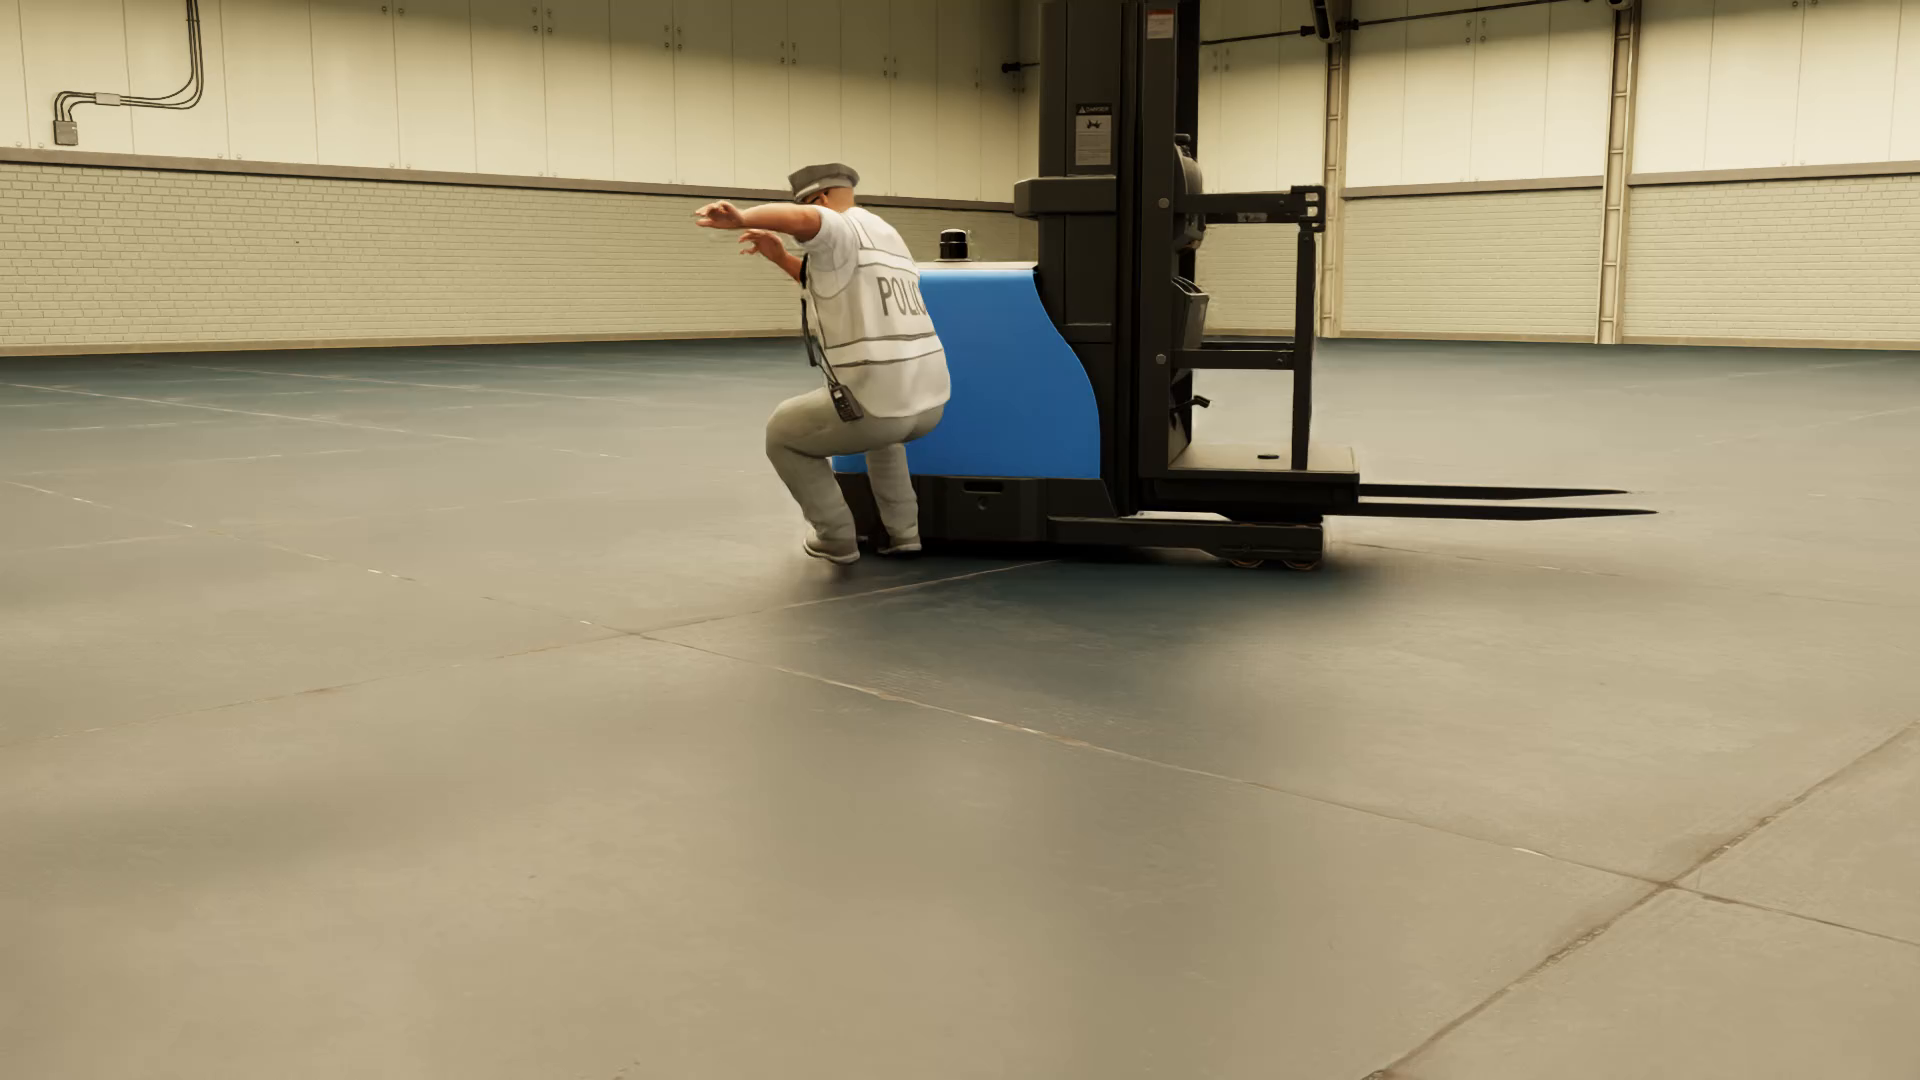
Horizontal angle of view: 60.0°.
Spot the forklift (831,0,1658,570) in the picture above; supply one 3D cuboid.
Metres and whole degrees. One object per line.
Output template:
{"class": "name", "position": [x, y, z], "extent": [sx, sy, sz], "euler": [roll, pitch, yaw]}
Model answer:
{"class": "forklift", "position": [1.065, -1.426, 6.346], "extent": [3.031, 2.935, 1.130], "euler": [2, 9, 12]}

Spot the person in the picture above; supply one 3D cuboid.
{"class": "person", "position": [-0.475, -0.549, 5.663], "extent": [0.750, 1.453, 1.506], "euler": [6, 10, 33]}
